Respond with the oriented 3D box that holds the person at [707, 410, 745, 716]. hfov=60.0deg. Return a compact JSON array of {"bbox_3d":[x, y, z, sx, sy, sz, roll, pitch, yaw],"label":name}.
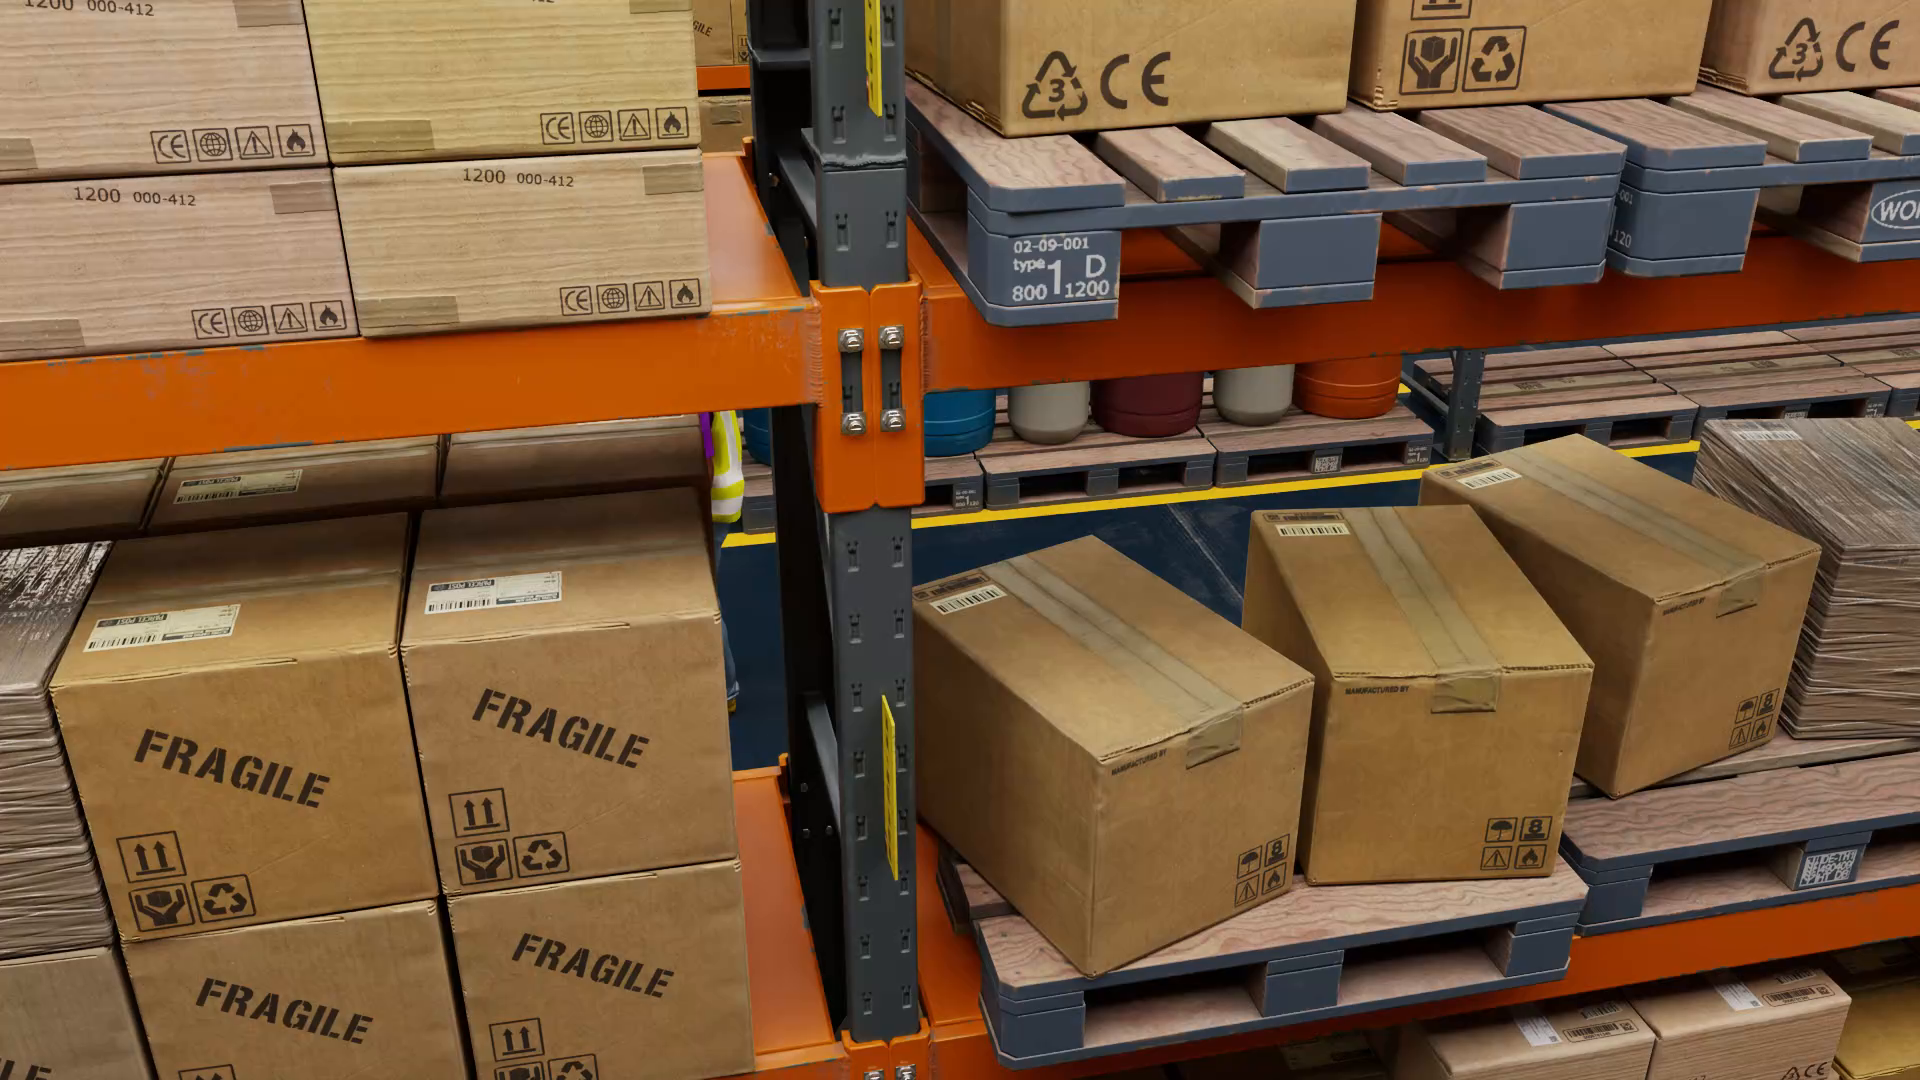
[{"bbox_3d":[-6.730,-8.000,13.990,7.034,9.002,23.262,-6,27,-11],"label":"person"}]
